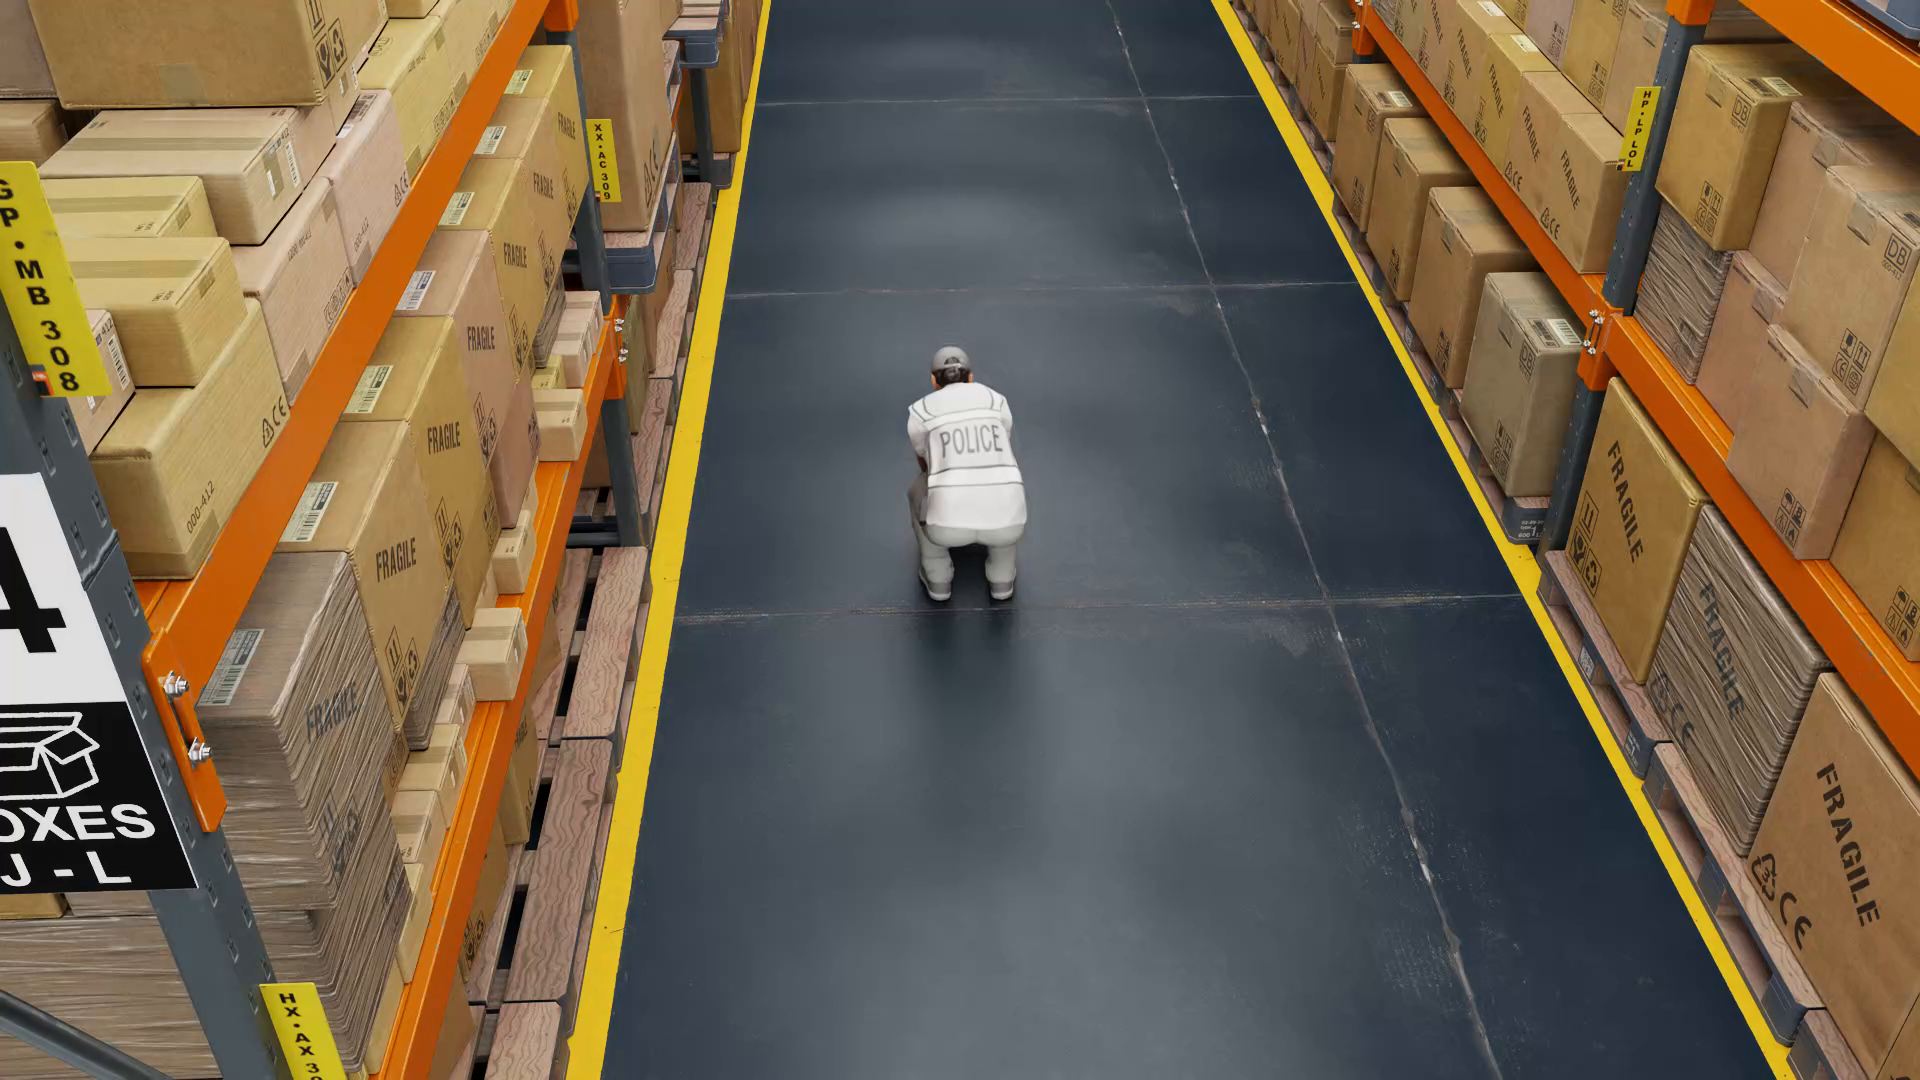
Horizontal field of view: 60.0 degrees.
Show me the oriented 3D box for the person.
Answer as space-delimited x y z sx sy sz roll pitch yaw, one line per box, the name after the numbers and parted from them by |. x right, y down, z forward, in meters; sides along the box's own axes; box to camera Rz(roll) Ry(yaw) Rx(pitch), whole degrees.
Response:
0.027 -0.267 7.150 0.508 0.949 0.877 -2 36 -3 | person
